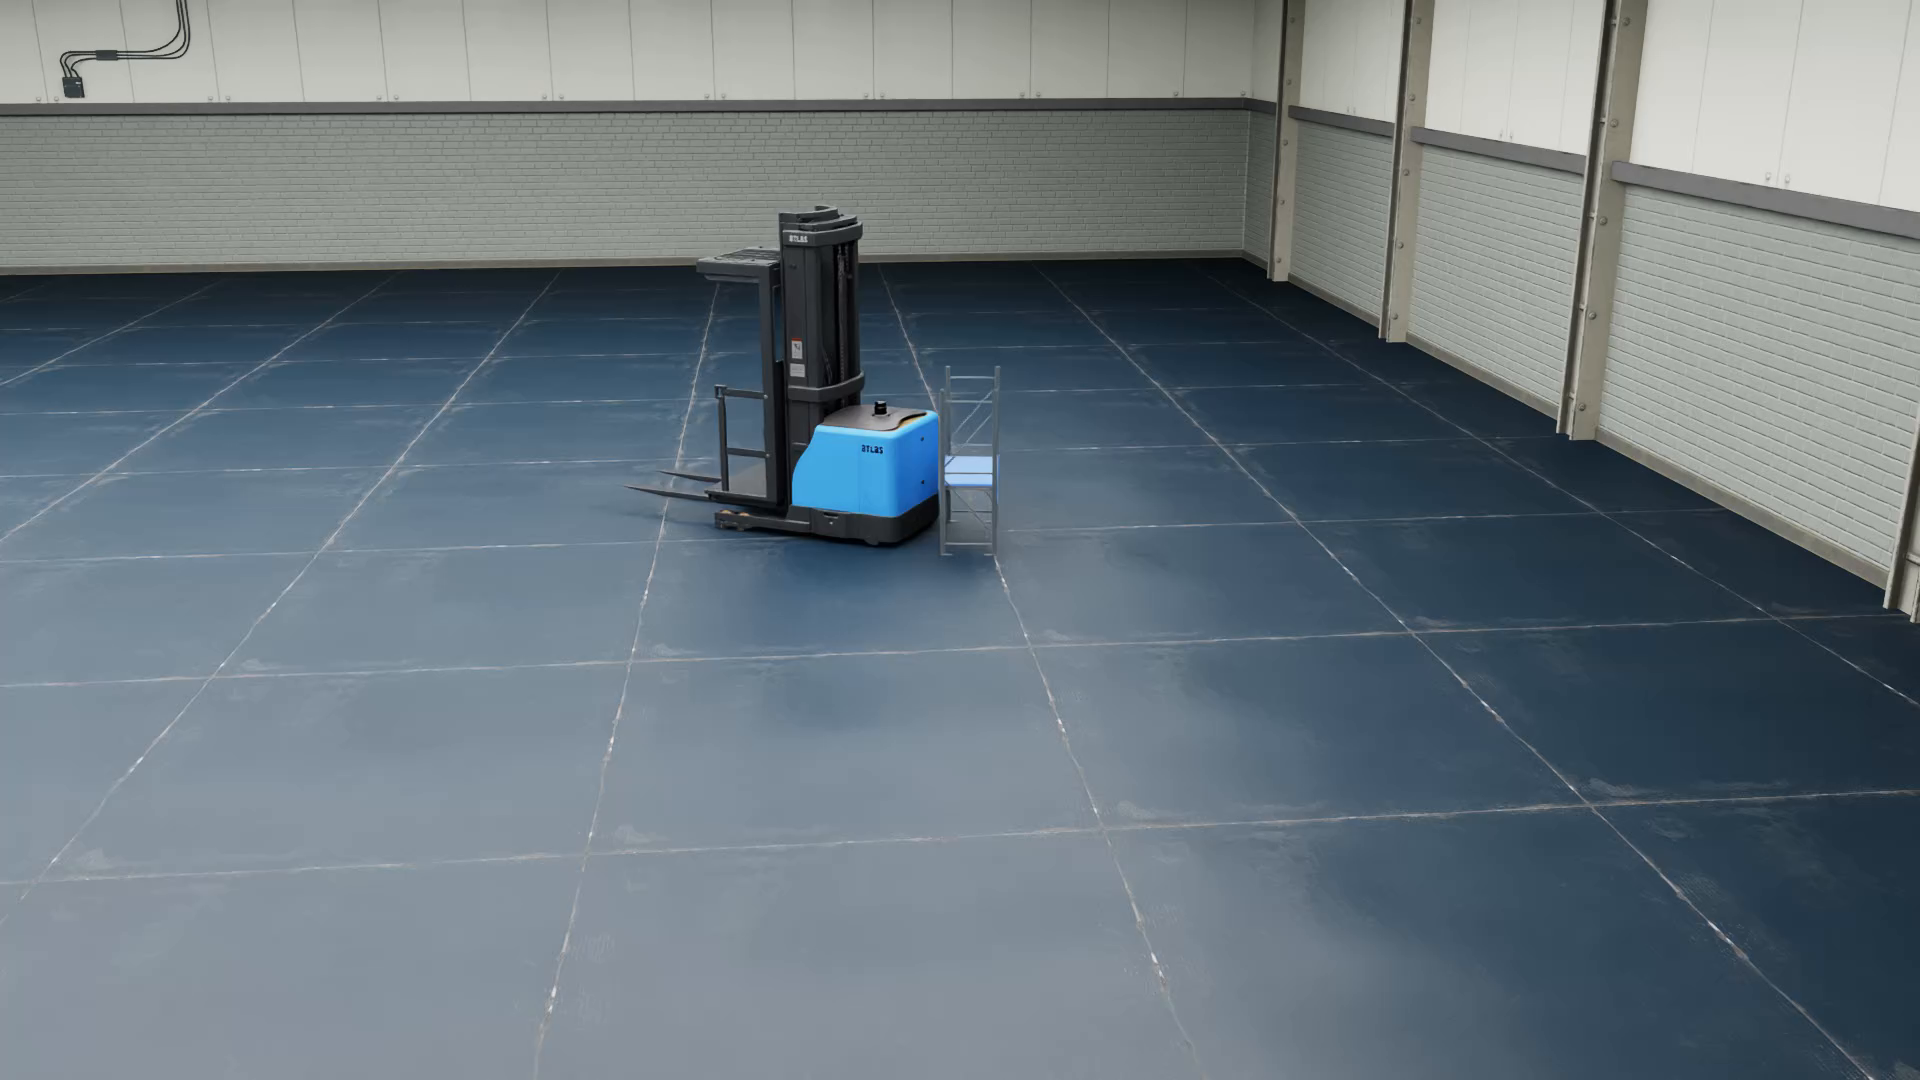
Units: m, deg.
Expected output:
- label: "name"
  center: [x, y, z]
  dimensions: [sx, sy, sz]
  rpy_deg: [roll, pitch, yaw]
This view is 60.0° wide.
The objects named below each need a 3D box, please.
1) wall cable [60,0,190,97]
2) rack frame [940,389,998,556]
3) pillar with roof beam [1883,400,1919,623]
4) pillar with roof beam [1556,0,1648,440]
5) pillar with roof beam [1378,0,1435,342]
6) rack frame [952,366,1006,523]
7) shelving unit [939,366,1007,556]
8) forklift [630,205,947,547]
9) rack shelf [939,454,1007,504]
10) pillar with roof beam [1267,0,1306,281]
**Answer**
- label: "wall cable"
  center: [-15.051, -10.920, 29.331]
  dimensions: [2.305, 6.003, 0.169]
  rpy_deg: [-2, 18, -6]
- label: "rack frame"
  center: [0.078, -0.584, 14.606]
  dimensions: [0.500, 1.500, 0.032]
  rpy_deg: [2, 17, 5]
- label: "pillar with roof beam"
  center: [3.400, -3.567, 11.589]
  dimensions: [9.100, 9.000, 0.400]
  rpy_deg: [-2, 18, -6]
- label: "pillar with roof beam"
  center: [2.781, -5.355, 17.283]
  dimensions: [9.100, 9.000, 0.400]
  rpy_deg: [-2, 18, -6]
- label: "pillar with roof beam"
  center: [2.162, -7.142, 22.977]
  dimensions: [9.100, 9.000, 0.400]
  rpy_deg: [-2, 18, -6]
- label: "rack frame"
  center: [0.172, -0.887, 15.572]
  dimensions: [0.500, 1.500, 0.032]
  rpy_deg: [2, 17, 5]
- label: "shelving unit"
  center: [0.125, -0.736, 15.089]
  dimensions: [0.538, 1.500, 1.048]
  rpy_deg: [2, 17, 5]
- label: "forklift"
  center: [-1.687, -1.612, 15.490]
  dimensions: [3.031, 2.935, 1.130]
  rpy_deg: [7, 19, 23]
- label: "rack shelf"
  center: [0.125, -0.564, 15.143]
  dimensions: [0.538, 0.185, 1.000]
  rpy_deg: [2, 17, 5]
- label: "pillar with roof beam"
  center: [1.543, -8.930, 28.671]
  dimensions: [9.100, 9.000, 0.400]
  rpy_deg: [-2, 18, -6]
